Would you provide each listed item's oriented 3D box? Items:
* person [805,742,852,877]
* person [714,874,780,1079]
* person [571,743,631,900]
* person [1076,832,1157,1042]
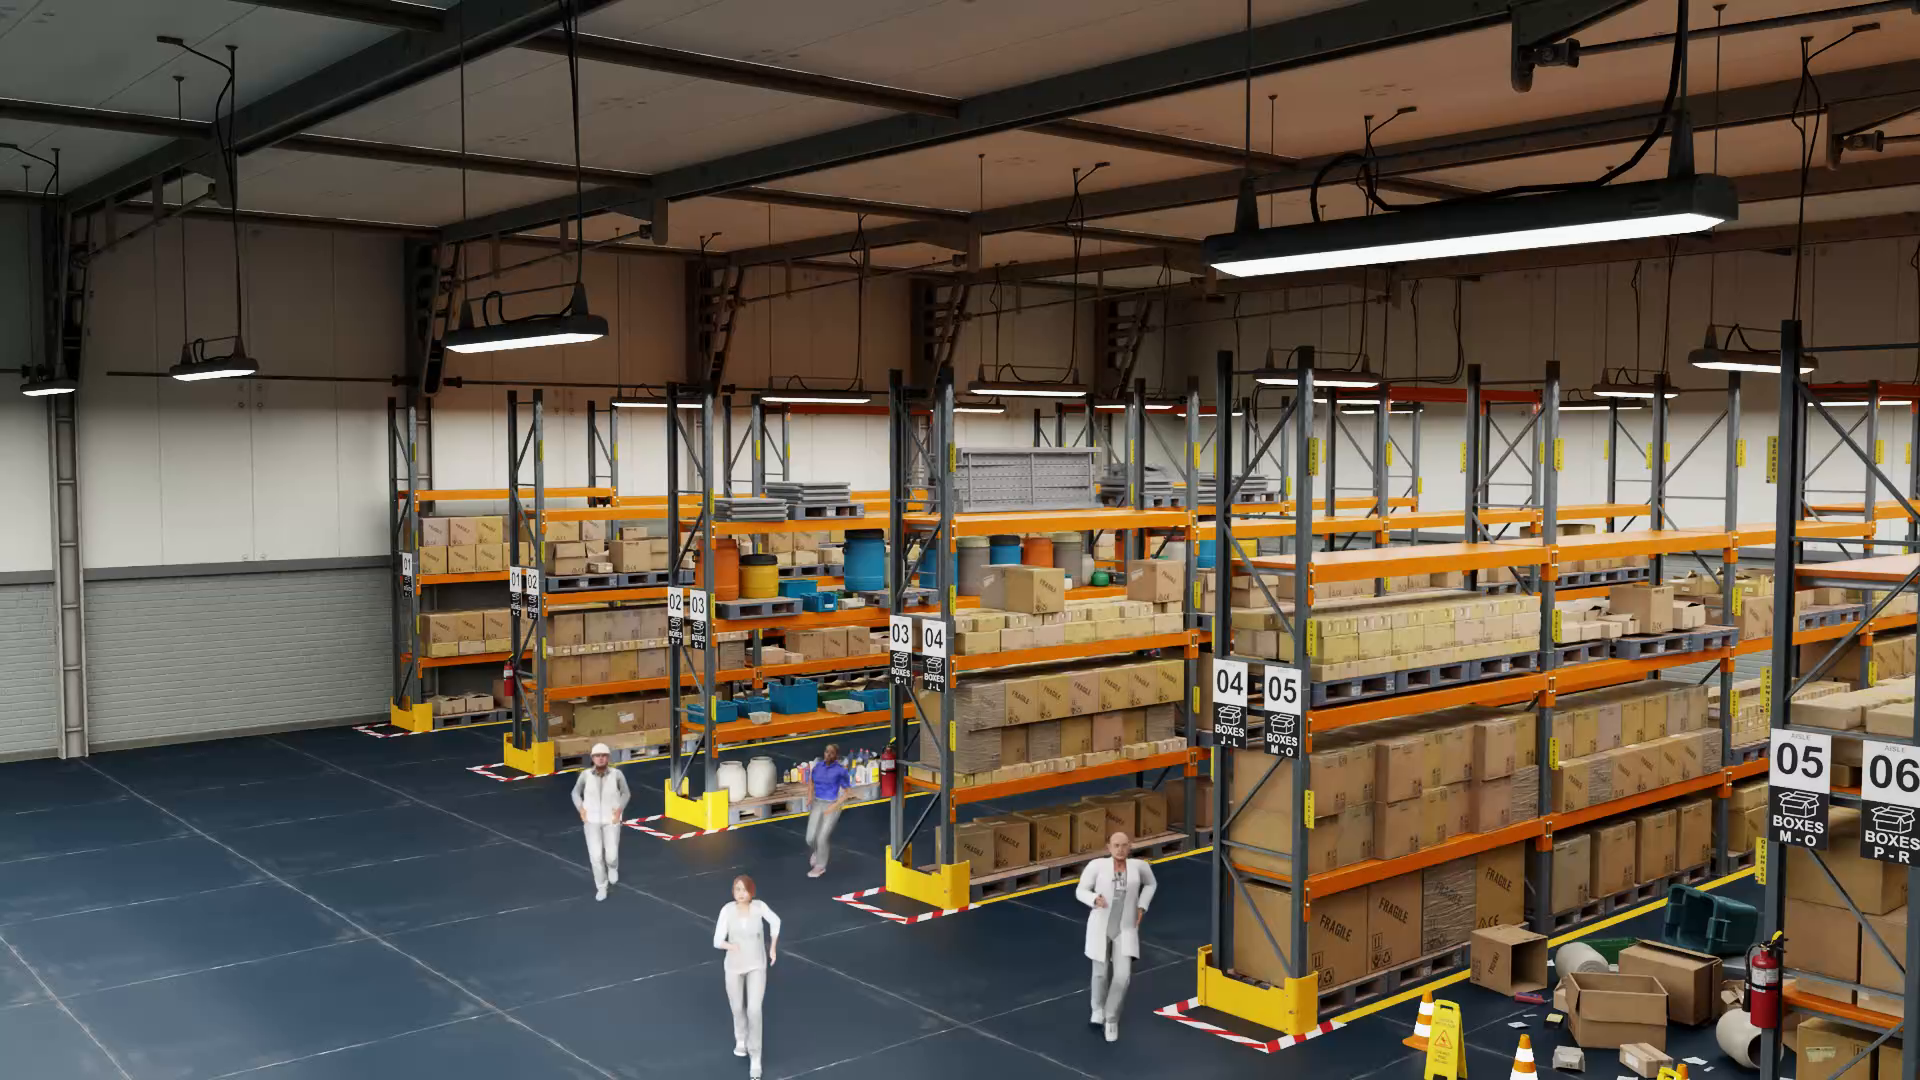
[{"bbox_3d":[-1.571,3.206,19.826,0.597,1.606,0.518,1,4,18],"label":"person"},{"bbox_3d":[-1.757,3.560,13.670,0.507,1.638,0.727,0,3,2],"label":"person"},{"bbox_3d":[-4.104,3.186,19.013,0.670,1.746,0.617,-1,3,-10],"label":"person"},{"bbox_3d":[1.362,3.437,14.495,0.709,1.807,0.798,0,3,6],"label":"person"}]
